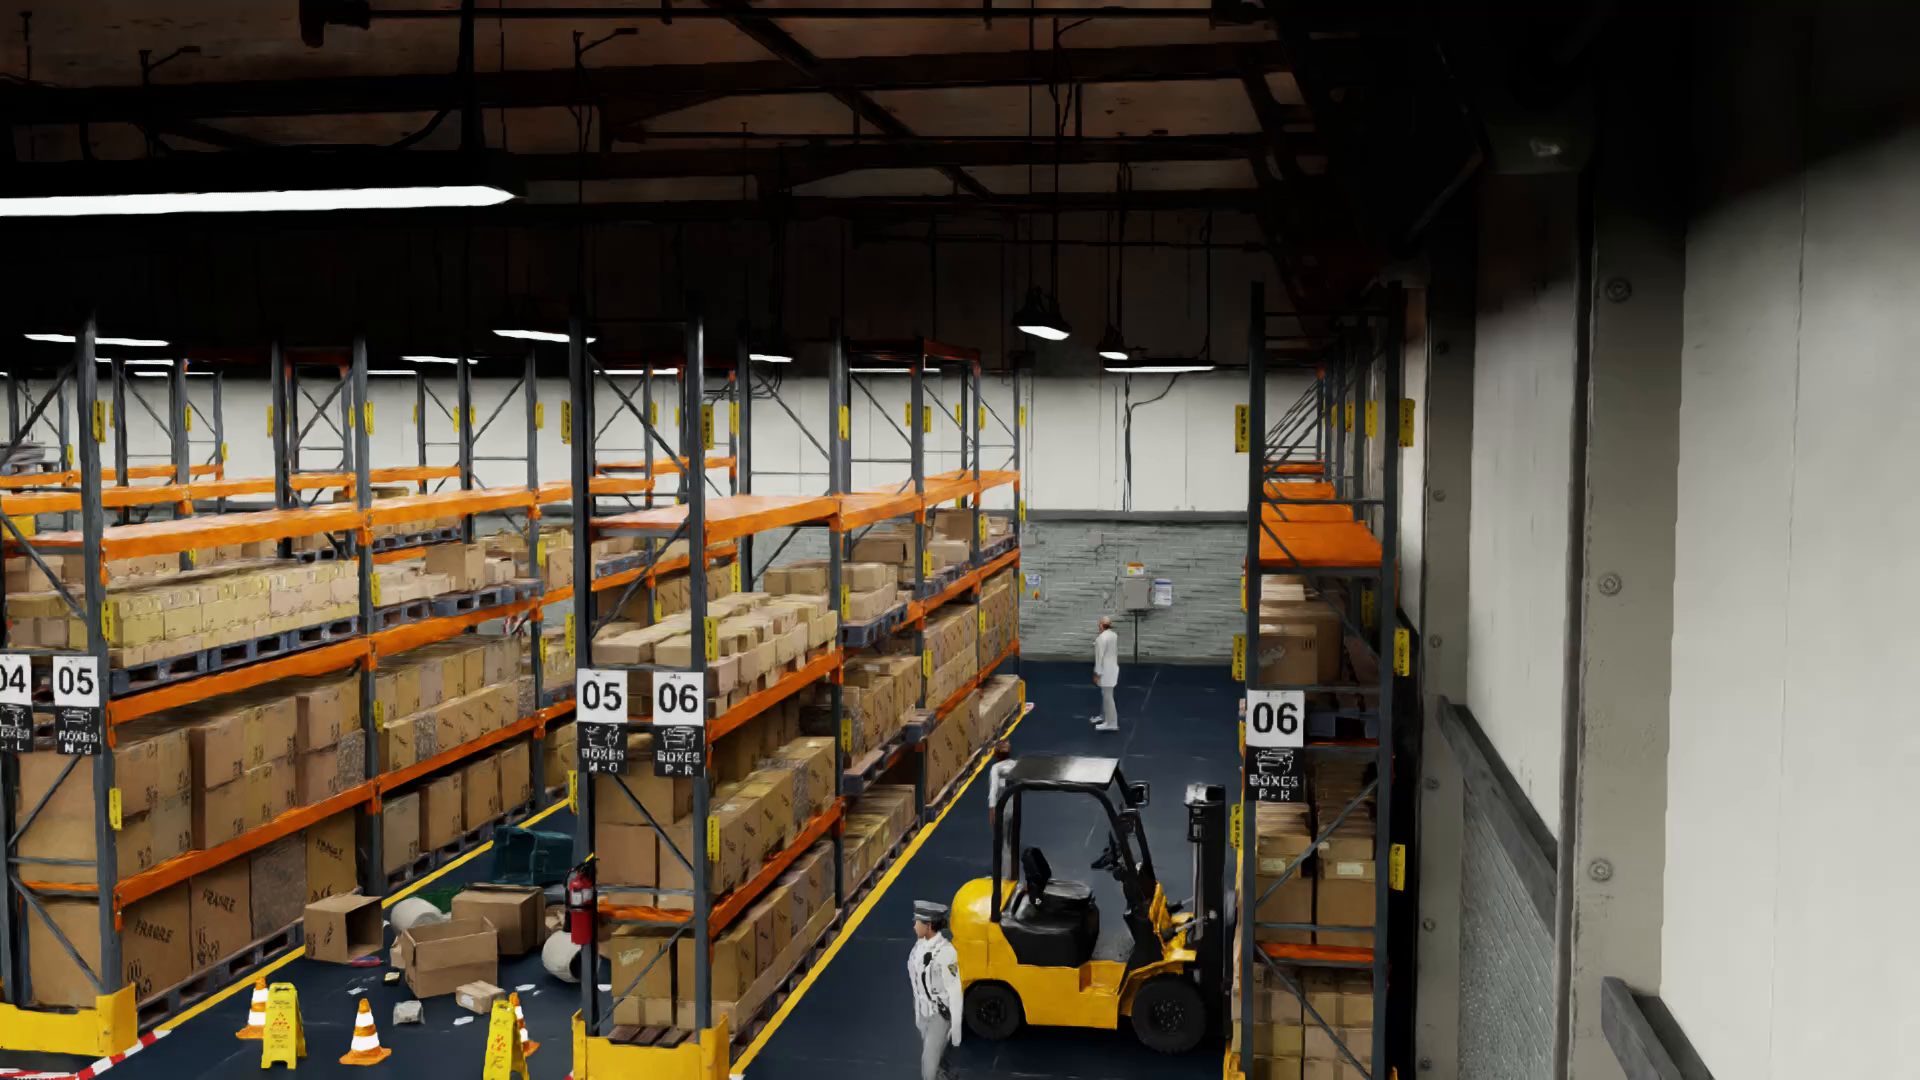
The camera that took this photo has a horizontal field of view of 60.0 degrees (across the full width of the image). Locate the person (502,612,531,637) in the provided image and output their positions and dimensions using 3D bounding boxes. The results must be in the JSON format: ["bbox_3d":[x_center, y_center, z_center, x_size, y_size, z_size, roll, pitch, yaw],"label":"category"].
[{"bbox_3d":[-7.824,1.944,29.255,0.550,1.709,1.128,1,5,8],"label":"person"}]

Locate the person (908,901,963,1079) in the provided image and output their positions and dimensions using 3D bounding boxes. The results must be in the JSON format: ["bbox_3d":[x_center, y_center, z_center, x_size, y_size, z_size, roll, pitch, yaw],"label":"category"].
[{"bbox_3d":[-0.154,3.383,11.783,0.412,1.658,0.576,-2,5,-27],"label":"person"}]

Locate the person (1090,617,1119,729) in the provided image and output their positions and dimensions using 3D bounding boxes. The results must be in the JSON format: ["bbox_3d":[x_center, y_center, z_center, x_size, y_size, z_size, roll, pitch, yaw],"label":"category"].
[{"bbox_3d":[2.314,2.204,26.709,0.610,1.590,0.656,3,5,29],"label":"person"}]

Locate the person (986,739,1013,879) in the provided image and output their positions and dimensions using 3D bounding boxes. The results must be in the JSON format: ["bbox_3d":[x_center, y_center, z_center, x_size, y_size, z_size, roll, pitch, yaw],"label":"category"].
[{"bbox_3d":[0.438,2.923,17.829,0.450,1.599,0.467,4,6,41],"label":"person"}]
